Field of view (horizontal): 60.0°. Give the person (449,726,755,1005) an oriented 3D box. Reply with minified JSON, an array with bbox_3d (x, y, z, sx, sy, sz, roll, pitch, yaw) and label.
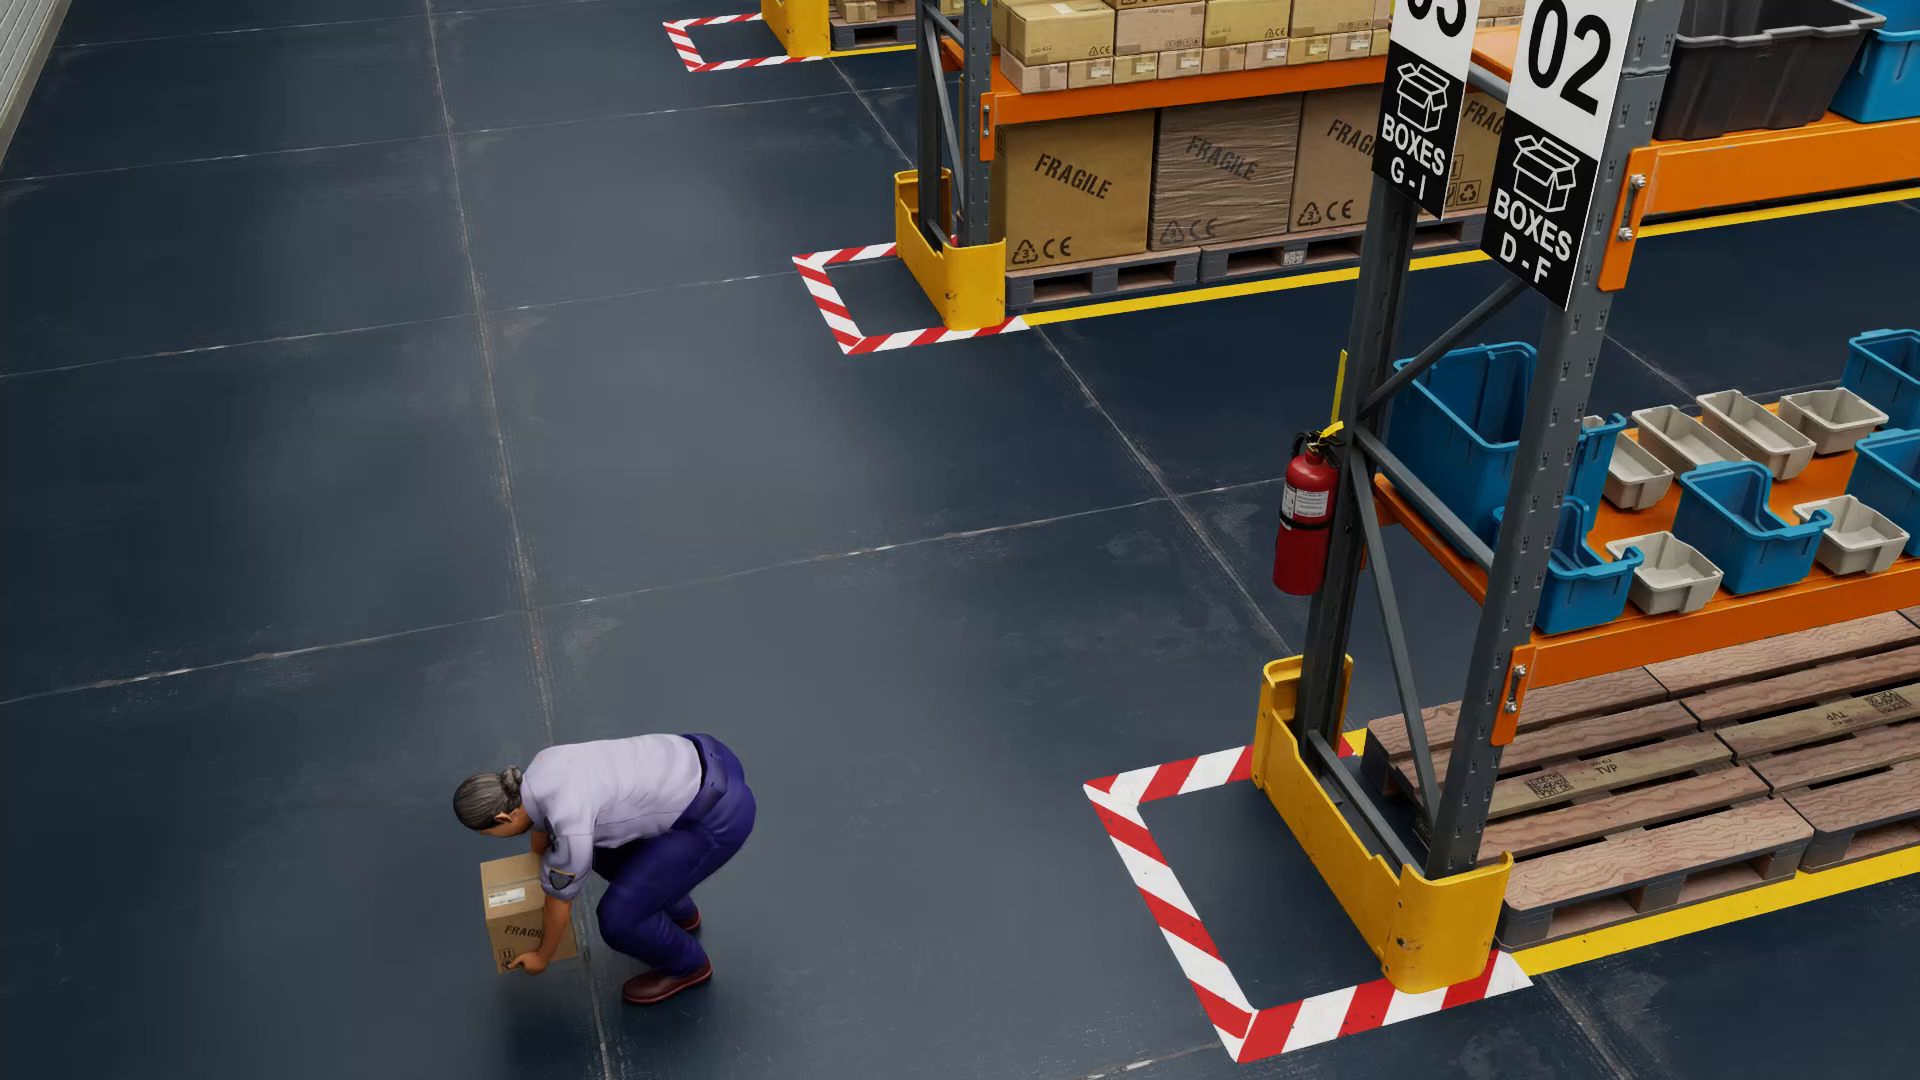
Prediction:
[{"bbox_3d":[-1.089,1.009,5.256,0.889,0.990,0.498,-11,36,-16],"label":"person"}]
